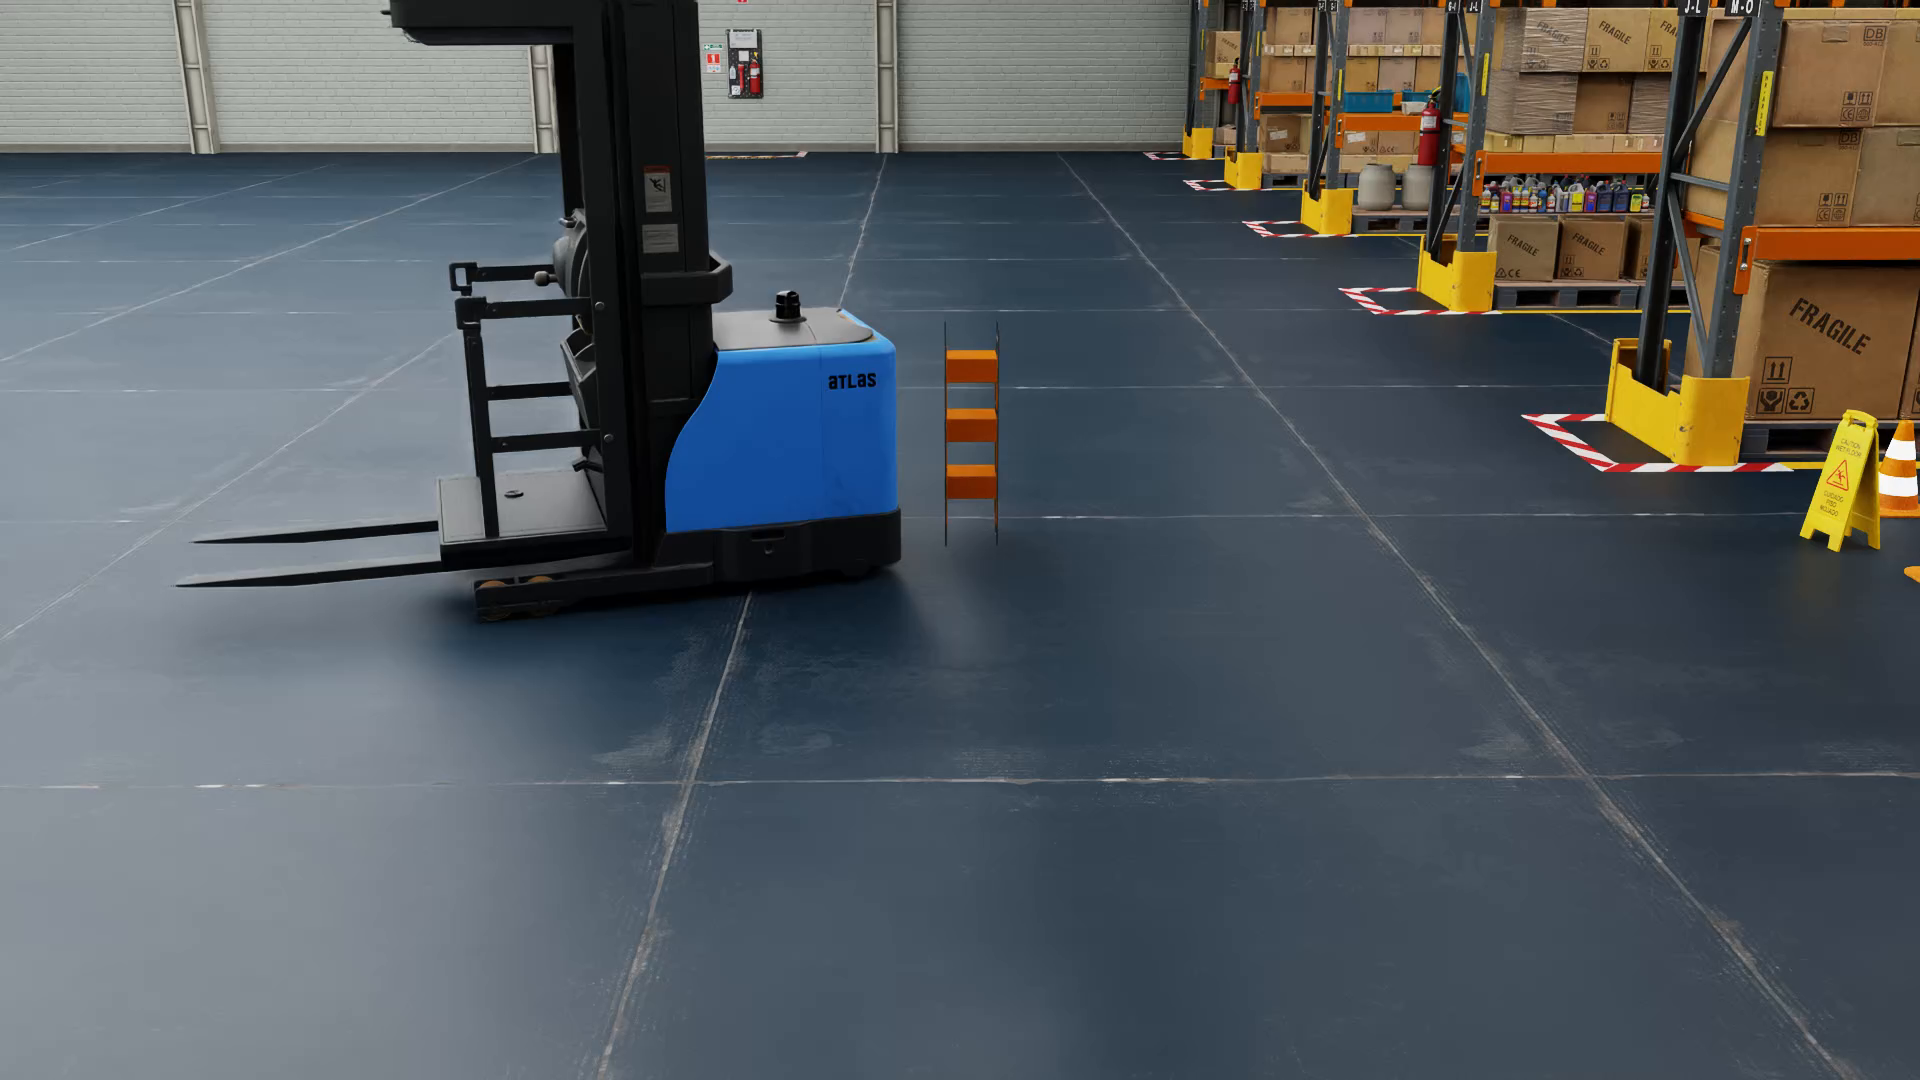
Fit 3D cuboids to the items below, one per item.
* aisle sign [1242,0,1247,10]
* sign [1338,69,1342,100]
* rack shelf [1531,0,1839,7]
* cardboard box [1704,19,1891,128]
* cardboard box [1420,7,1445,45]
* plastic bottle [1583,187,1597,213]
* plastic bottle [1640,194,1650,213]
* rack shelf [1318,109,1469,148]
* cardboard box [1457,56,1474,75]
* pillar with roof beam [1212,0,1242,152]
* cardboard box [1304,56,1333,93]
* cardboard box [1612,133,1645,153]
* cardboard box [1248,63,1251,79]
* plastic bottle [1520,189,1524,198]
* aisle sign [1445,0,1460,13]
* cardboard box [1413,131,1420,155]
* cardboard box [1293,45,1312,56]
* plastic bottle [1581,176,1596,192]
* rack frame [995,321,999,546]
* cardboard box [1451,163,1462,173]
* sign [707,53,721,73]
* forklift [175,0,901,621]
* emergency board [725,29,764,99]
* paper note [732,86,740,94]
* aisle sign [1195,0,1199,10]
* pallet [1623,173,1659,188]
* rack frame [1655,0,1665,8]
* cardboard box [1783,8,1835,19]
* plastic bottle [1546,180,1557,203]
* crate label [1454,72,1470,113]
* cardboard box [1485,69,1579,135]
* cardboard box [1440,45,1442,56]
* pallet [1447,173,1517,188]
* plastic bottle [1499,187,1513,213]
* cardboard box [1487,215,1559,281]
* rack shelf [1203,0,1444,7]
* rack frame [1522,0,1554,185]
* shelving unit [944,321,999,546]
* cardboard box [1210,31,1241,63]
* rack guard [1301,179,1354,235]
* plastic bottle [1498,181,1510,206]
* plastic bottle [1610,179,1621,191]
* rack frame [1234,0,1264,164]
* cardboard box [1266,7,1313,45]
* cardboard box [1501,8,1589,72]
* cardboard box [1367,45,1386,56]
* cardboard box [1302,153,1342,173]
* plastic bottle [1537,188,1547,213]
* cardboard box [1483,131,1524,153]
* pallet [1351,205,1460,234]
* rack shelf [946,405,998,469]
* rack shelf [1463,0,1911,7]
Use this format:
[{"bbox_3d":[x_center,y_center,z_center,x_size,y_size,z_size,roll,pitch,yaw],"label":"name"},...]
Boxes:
[{"bbox_3d":[4.033,-7.889,23.474,0.004,0.787,0.394,0,18,-1],"label":"aisle sign"},{"bbox_3d":[4.183,-5.013,18.310,0.005,0.325,0.100,0,18,-1],"label":"sign"},{"bbox_3d":[10.103,-7.676,23.334,4.000,0.370,1.077,0,18,-1],"label":"rack shelf"},{"bbox_3d":[4.605,-2.596,9.217,0.550,0.550,0.875,0,18,-1],"label":"cardboard box"},{"bbox_3d":[6.654,-7.237,23.410,0.500,0.500,0.700,0,18,-1],"label":"cardboard box"},{"bbox_3d":[7.184,-3.879,18.955,0.133,0.283,0.061,1,18,3],"label":"plastic bottle"},{"bbox_3d":[7.820,-3.848,18.994,0.097,0.201,0.097,0,18,0],"label":"plastic bottle"},{"bbox_3d":[6.178,-4.716,19.016,4.000,0.370,1.077,0,18,-1],"label":"rack shelf"},{"bbox_3d":[7.132,-6.620,23.610,0.500,0.500,0.700,0,18,-1],"label":"cardboard box"},{"bbox_3d":[4.776,-9.884,24.127,0.400,9.000,9.100,0,18,-1],"label":"pillar with roof beam"},{"bbox_3d":[5.096,-6.612,23.584,0.500,0.500,0.700,0,18,1],"label":"cardboard box"},{"bbox_3d":[5.545,-3.344,13.971,0.250,0.149,0.380,0,18,-1],"label":"cardboard box"},{"bbox_3d":[5.034,-7.925,28.055,0.500,0.250,0.500,-1,18,-3],"label":"cardboard box"},{"bbox_3d":[6.610,-4.028,19.553,0.097,0.201,0.097,0,18,0],"label":"plastic bottle"},{"bbox_3d":[4.190,-4.865,14.048,0.004,0.787,0.394,0,18,-1],"label":"aisle sign"},{"bbox_3d":[6.643,-5.757,23.671,0.500,0.500,0.500,0,18,-1],"label":"cardboard box"},{"bbox_3d":[4.764,-6.856,23.285,0.250,0.149,0.380,-1,18,-2],"label":"cardboard box"},{"bbox_3d":[7.366,-4.095,19.519,0.185,0.351,0.144,0,18,-1],"label":"plastic bottle"},{"bbox_3d":[0.175,-0.501,7.890,0.008,1.050,0.200,0,18,-1],"label":"rack frame"},{"bbox_3d":[7.143,-5.403,23.795,0.500,0.250,0.500,0,18,-1],"label":"cardboard box"},{"bbox_3d":[-4.317,-8.359,29.136,0.234,0.329,0.001,0,18,-1],"label":"sign"},{"bbox_3d":[-1.842,-1.237,7.104,3.031,2.935,1.130,-6,19,-17],"label":"forklift"},{"bbox_3d":[-3.763,-8.313,29.051,0.643,1.169,0.194,0,18,-1],"label":"emergency board"},{"bbox_3d":[-3.941,-7.914,29.249,0.142,0.148,0.016,0,18,-1],"label":"paper note"},{"bbox_3d":[3.955,-9.221,27.624,0.004,0.787,0.394,0,18,-1],"label":"aisle sign"},{"bbox_3d":[10.062,-5.276,24.147,1.213,0.211,1.003,0,18,-1],"label":"pallet"},{"bbox_3d":[12.021,-8.113,28.429,0.127,3.000,1.000,0,18,-1],"label":"rack frame"},{"bbox_3d":[6.810,-4.130,13.723,0.500,0.500,0.500,0,18,-1],"label":"cardboard box"},{"bbox_3d":[7.010,-4.118,19.701,0.133,0.283,0.061,1,18,2],"label":"plastic bottle"},{"bbox_3d":[6.014,-5.157,19.156,0.616,0.435,0.502,0,18,-1],"label":"crate label"},{"bbox_3d":[4.807,-3.720,14.082,0.500,0.500,0.875,0,18,-1],"label":"cardboard box"},{"bbox_3d":[6.817,-6.866,23.316,0.250,0.149,0.380,0,18,-1],"label":"cardboard box"},{"bbox_3d":[7.307,-5.262,24.106,1.213,0.211,1.003,0,18,-1],"label":"pallet"},{"bbox_3d":[6.223,-3.874,18.940,0.133,0.283,0.061,0,18,0],"label":"plastic bottle"},{"bbox_3d":[4.881,-2.544,14.471,0.500,0.500,0.500,3,18,9],"label":"cardboard box"},{"bbox_3d":[6.022,-9.170,27.990,4.000,0.370,1.077,0,18,-1],"label":"rack shelf"},{"bbox_3d":[8.103,-6.581,23.652,0.127,3.000,1.000,0,18,-1],"label":"rack frame"},{"bbox_3d":[0.054,-0.500,7.888,0.252,1.050,0.215,0,18,-1],"label":"shelving unit"},{"bbox_3d":[4.504,-8.280,27.935,0.500,0.500,0.500,0,18,-1],"label":"cardboard box"},{"bbox_3d":[4.254,-3.873,19.304,0.348,0.500,1.175,0,18,-1],"label":"rack guard"},{"bbox_3d":[6.399,-4.098,19.650,0.135,0.276,0.152,-1,18,-2],"label":"plastic bottle"},{"bbox_3d":[7.536,-3.969,19.127,0.185,0.351,0.144,0,18,-1],"label":"plastic bottle"},{"bbox_3d":[4.104,-6.562,23.592,0.127,3.000,1.000,0,18,-1],"label":"rack frame"},{"bbox_3d":[4.624,-7.226,23.374,0.500,0.500,0.700,0,18,-1],"label":"cardboard box"},{"bbox_3d":[4.811,-4.121,13.696,0.500,0.500,0.500,0,18,-1],"label":"cardboard box"},{"bbox_3d":[5.787,-6.861,23.300,0.250,0.149,0.380,-1,18,-2],"label":"cardboard box"},{"bbox_3d":[5.143,-5.391,23.755,0.500,0.250,0.500,0,18,-1],"label":"cardboard box"},{"bbox_3d":[6.641,-3.876,18.966,0.097,0.271,0.097,0,18,0],"label":"plastic bottle"},{"bbox_3d":[4.545,-3.345,13.976,0.250,0.149,0.380,0,18,-1],"label":"cardboard box"},{"bbox_3d":[5.066,-3.738,19.355,1.213,0.211,1.003,0,18,-1],"label":"pallet"},{"bbox_3d":[0.054,-0.490,7.891,0.240,0.259,0.215,0,18,-1],"label":"rack shelf"},{"bbox_3d":[6.256,-4.632,13.842,4.000,0.370,1.077,0,18,-1],"label":"rack shelf"}]
